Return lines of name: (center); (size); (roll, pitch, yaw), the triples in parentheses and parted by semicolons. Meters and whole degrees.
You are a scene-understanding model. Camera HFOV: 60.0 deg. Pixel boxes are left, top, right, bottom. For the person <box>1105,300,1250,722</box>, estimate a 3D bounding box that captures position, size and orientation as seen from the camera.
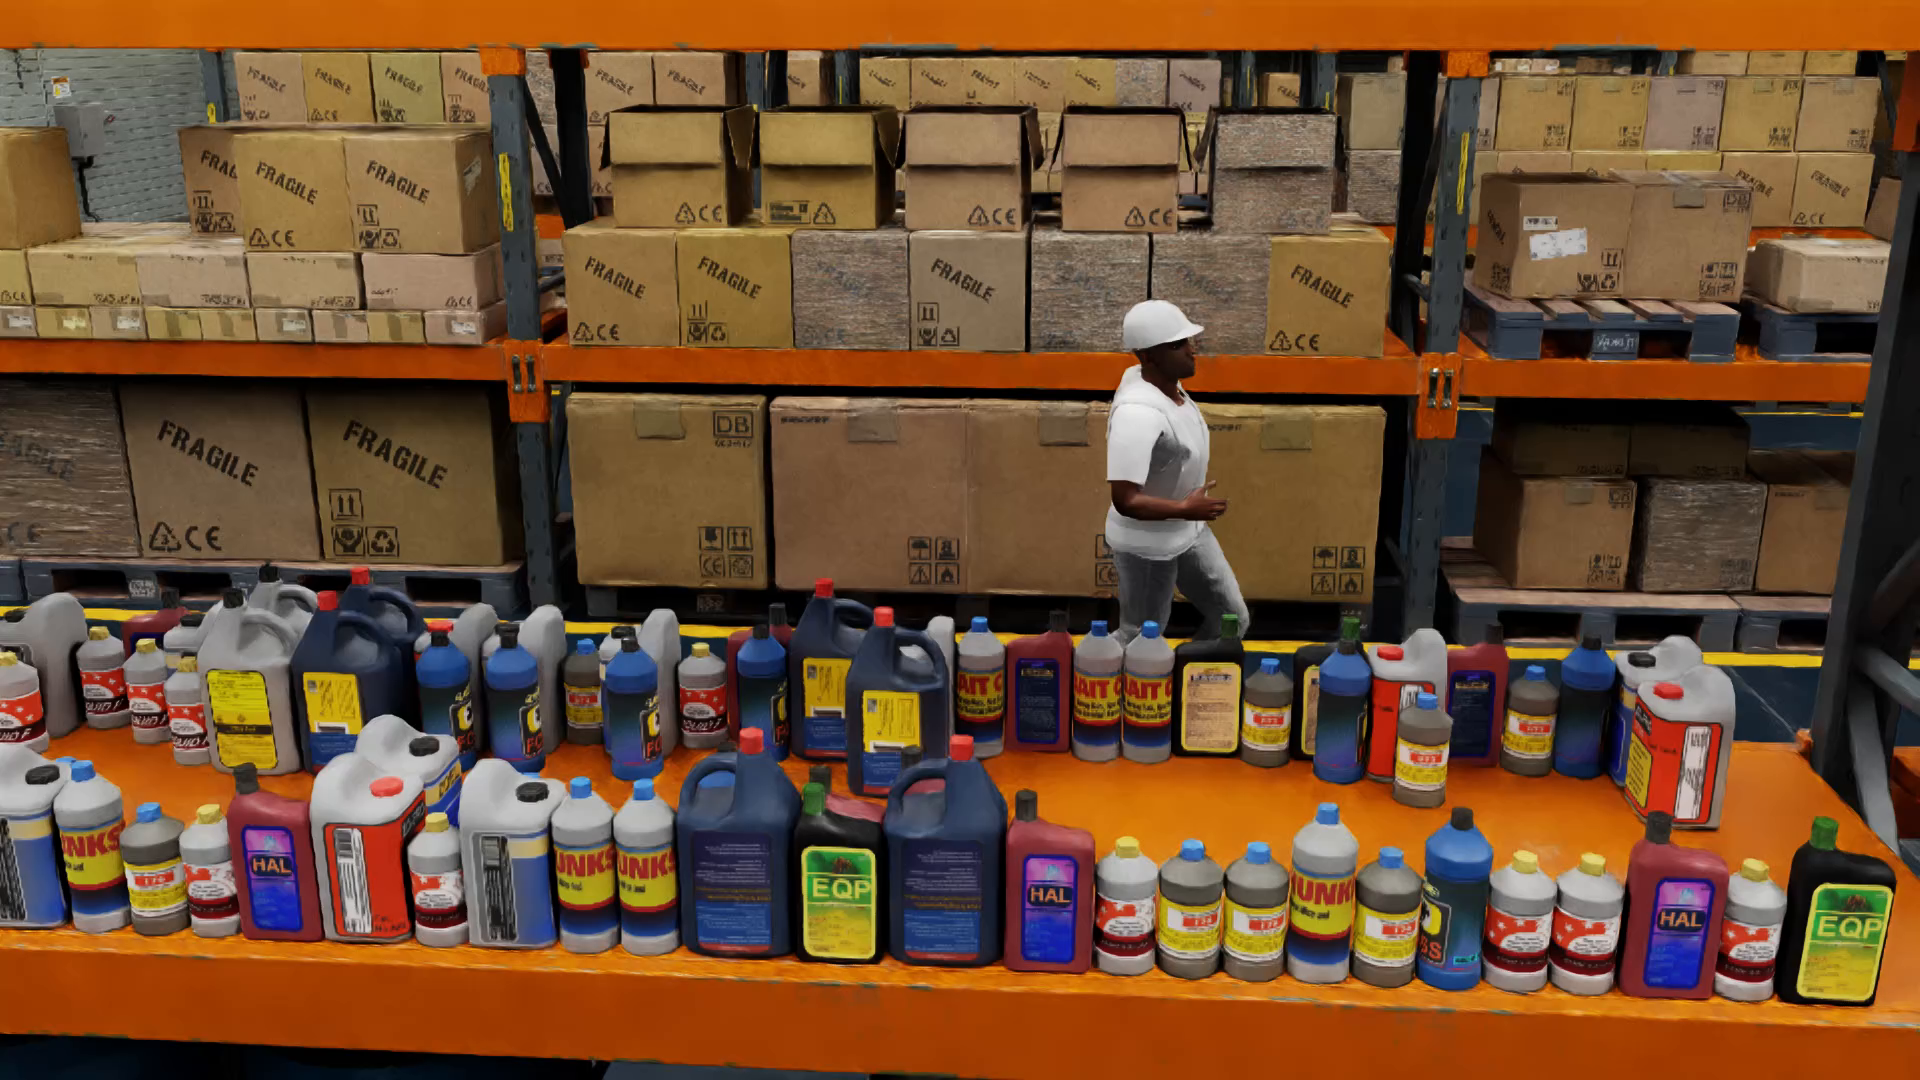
person: (0.683, 0.021, 5.945); (0.646, 1.780, 0.695); (8, 19, 25)
